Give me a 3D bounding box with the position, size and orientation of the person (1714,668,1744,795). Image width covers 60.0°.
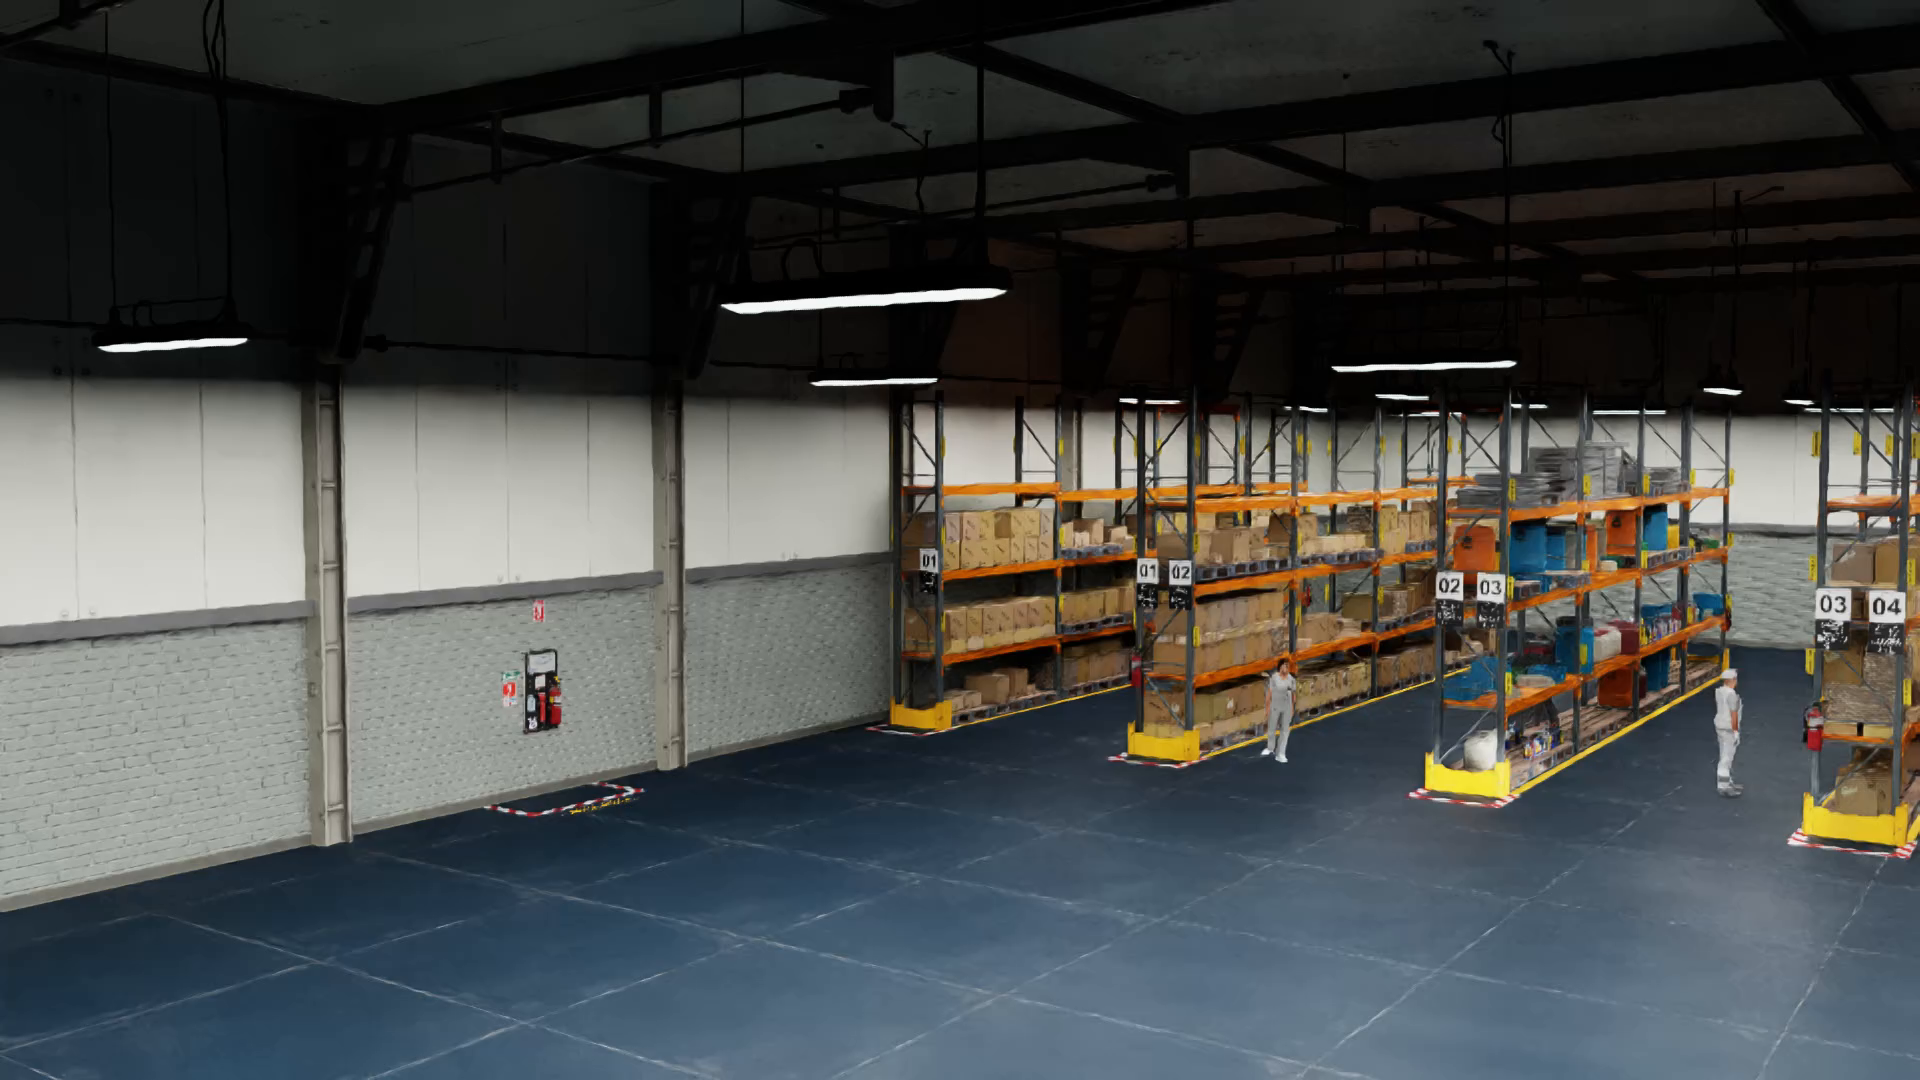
[{"bbox_3d":[11.118,2.743,23.970,0.443,1.779,0.600,0,3,4],"label":"person"}]

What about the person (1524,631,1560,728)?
[{"bbox_3d":[9.876,2.370,28.212,0.601,1.647,0.635,1,3,22],"label":"person"}]

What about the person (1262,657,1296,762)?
[{"bbox_3d":[5.087,2.683,26.530,0.504,1.659,0.533,0,3,-1],"label":"person"}]
